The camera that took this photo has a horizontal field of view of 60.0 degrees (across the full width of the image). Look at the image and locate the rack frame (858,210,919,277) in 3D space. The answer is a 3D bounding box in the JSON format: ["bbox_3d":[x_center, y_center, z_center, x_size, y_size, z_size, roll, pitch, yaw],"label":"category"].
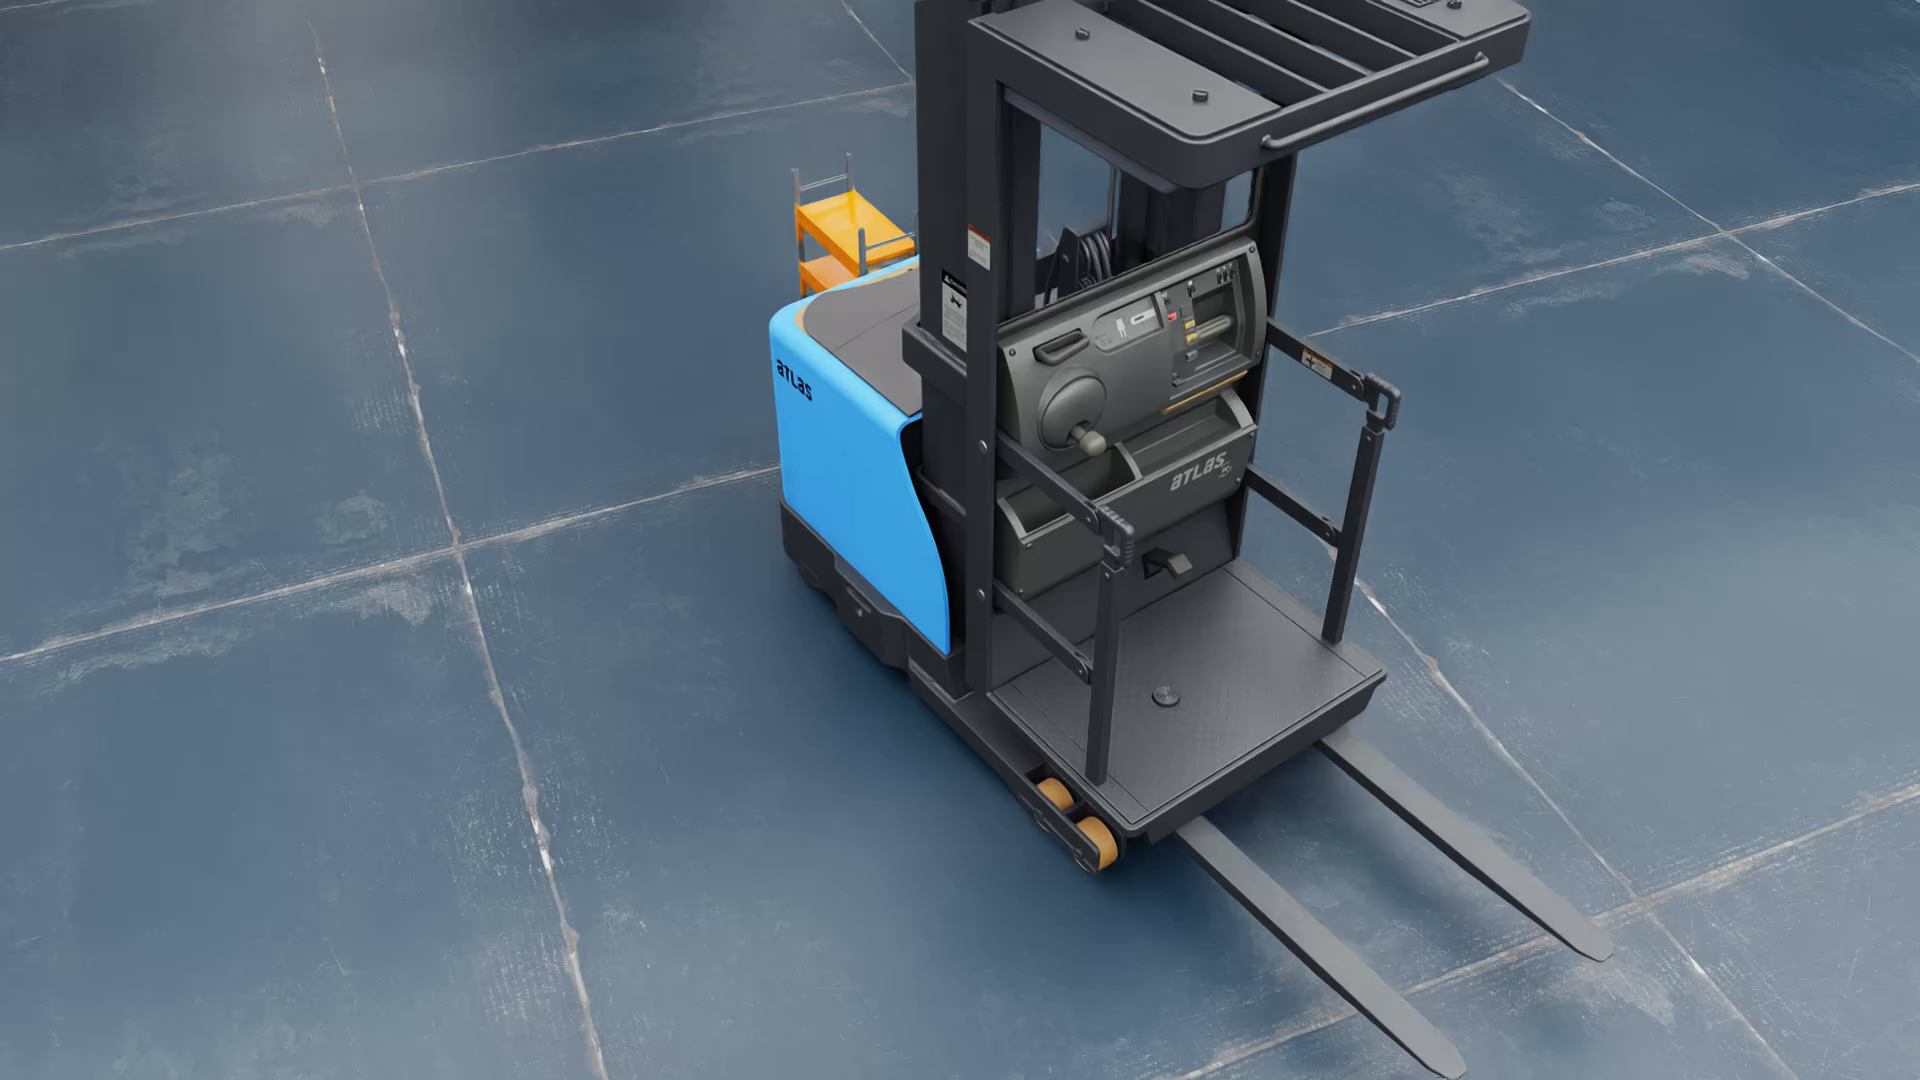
[{"bbox_3d":[-0.241,-0.639,6.072,0.240,1.200,0.015,-22,45,-23],"label":"rack frame"}]

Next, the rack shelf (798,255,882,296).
[{"bbox_3d":[-0.370,-0.893,6.128,0.258,0.148,0.480,-22,45,-23],"label":"rack shelf"}]

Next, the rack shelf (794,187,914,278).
[{"bbox_3d":[-0.370,-1.072,5.974,0.258,0.148,0.480,-22,45,-23],"label":"rack shelf"}]

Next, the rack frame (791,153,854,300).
[{"bbox_3d":[-0.498,-0.909,6.387,0.240,1.200,0.015,-22,45,-23],"label":"rack frame"}]

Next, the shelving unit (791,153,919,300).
[{"bbox_3d":[-0.370,-0.774,6.230,0.258,1.200,0.503,-22,45,-23],"label":"shelving unit"}]

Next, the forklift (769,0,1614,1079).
[{"bbox_3d":[0.635,-0.468,4.546,1.130,2.935,3.031,-26,47,-27],"label":"forklift"}]
